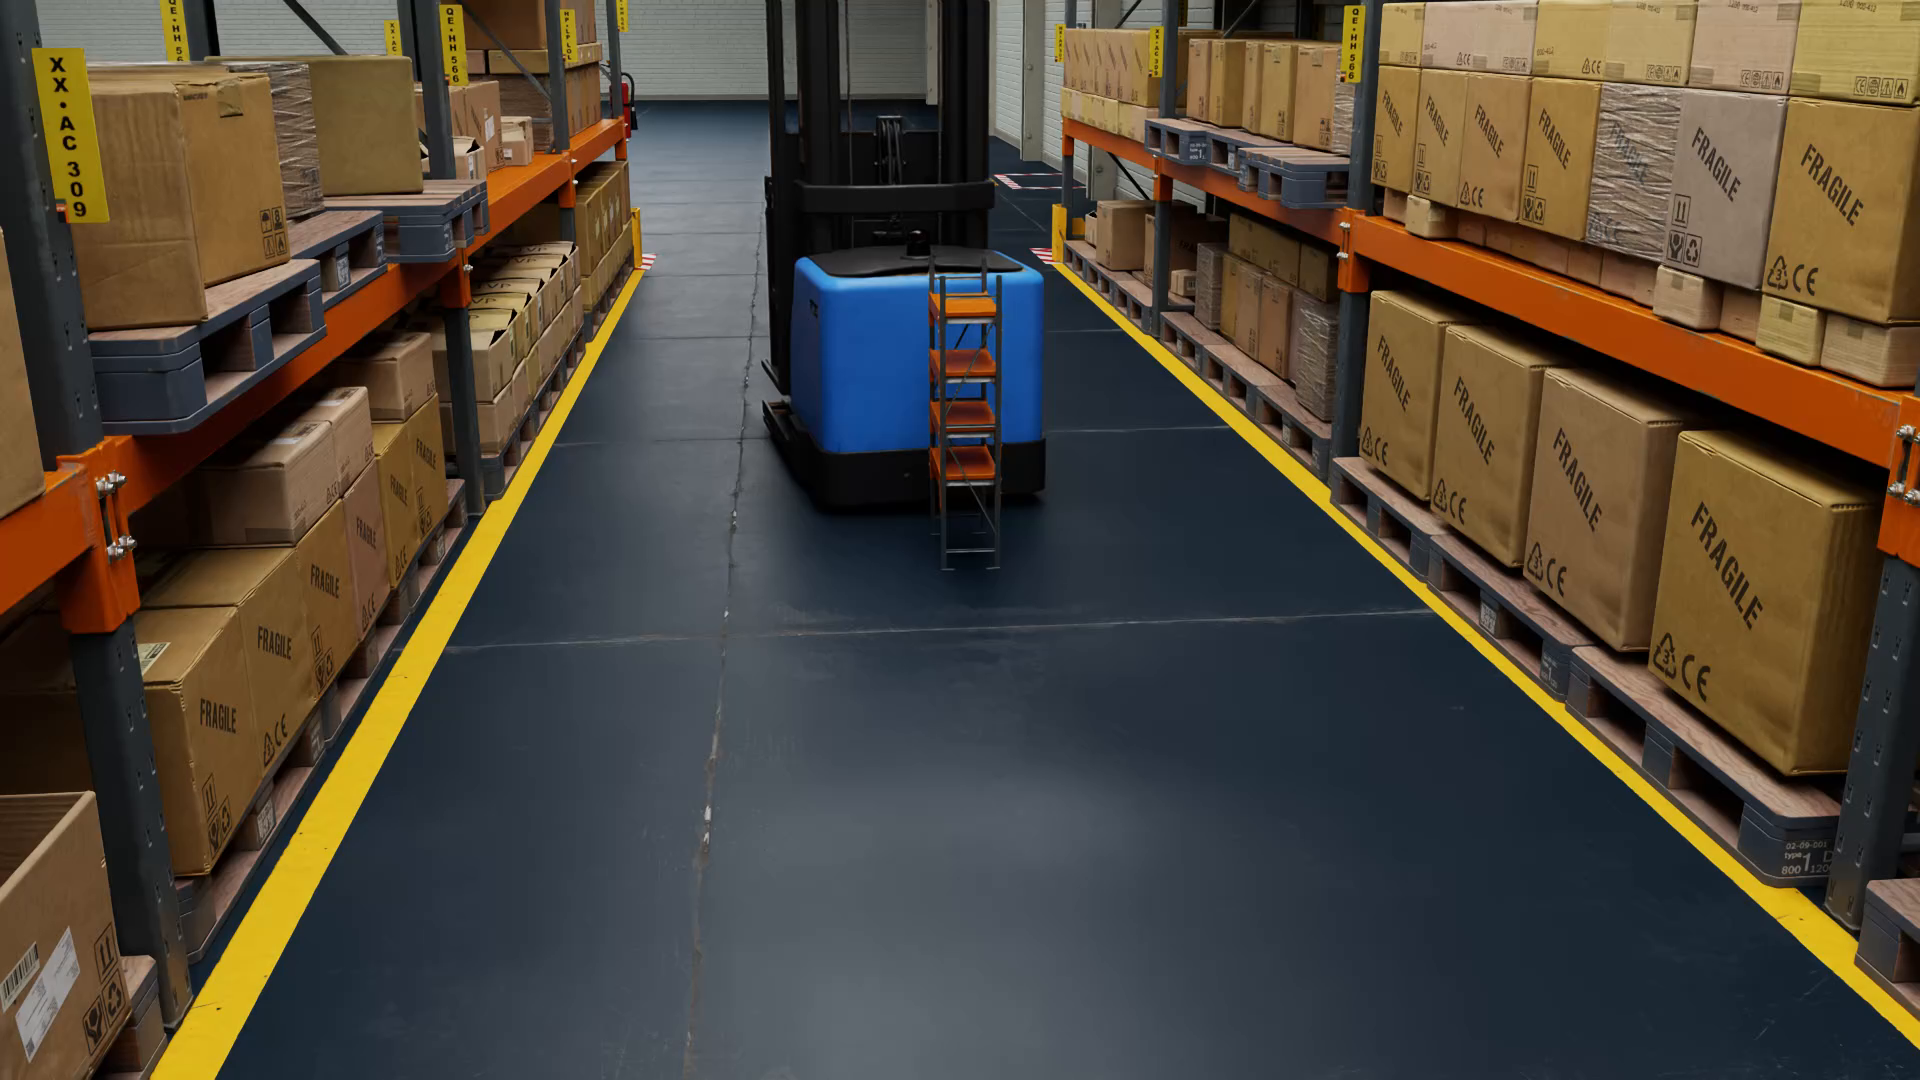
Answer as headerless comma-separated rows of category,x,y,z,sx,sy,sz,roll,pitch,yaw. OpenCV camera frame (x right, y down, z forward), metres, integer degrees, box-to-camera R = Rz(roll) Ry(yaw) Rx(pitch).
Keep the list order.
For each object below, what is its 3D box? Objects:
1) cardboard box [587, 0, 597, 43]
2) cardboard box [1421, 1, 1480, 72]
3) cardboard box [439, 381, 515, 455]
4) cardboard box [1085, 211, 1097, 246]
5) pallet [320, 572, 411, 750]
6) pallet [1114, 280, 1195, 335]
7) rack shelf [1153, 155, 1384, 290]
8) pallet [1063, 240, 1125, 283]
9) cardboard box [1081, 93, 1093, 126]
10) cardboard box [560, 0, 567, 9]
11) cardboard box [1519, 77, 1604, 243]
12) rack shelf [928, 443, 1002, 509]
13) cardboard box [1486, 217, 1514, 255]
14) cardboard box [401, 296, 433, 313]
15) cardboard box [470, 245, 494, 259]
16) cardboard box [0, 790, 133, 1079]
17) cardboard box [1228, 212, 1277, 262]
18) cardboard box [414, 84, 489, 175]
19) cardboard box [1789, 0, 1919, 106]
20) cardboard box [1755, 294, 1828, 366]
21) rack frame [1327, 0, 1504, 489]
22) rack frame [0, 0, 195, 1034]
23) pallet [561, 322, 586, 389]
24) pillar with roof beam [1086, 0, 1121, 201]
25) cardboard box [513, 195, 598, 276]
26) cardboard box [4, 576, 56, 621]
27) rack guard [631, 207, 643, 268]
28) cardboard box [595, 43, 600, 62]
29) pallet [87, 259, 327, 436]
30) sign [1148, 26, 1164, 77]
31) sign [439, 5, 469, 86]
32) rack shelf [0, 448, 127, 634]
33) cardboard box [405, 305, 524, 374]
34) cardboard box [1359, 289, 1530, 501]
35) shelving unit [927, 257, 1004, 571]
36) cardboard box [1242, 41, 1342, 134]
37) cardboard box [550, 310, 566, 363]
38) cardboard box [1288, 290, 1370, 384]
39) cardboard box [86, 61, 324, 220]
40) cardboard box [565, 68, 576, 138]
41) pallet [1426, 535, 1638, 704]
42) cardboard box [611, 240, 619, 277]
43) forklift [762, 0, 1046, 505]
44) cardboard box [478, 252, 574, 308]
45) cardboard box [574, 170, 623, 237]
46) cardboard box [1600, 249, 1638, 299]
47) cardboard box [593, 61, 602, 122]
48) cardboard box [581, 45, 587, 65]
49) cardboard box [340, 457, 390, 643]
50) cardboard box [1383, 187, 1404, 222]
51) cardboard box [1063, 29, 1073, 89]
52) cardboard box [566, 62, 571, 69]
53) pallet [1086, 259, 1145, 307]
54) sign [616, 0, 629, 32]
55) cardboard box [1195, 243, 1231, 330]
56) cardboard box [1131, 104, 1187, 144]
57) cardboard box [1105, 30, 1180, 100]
cardboard box,-3.442,-4.427,13.937,0.700,0.500,0.500,-2,18,-5
cardboard box,2.116,-1.940,6.399,0.500,0.250,0.500,-2,18,-6
cardboard box,-2.419,-0.585,7.924,0.500,0.250,0.500,-2,18,-6
cardboard box,1.426,-2.788,14.803,0.500,0.311,0.500,-4,18,-12
pallet,-2.495,0.385,5.599,1.003,0.211,1.213,-2,18,-6
pallet,1.753,-1.746,12.387,1.003,0.211,1.213,-2,18,-6
rack shelf,2.063,-1.939,9.545,1.077,0.370,4.000,-2,18,-6
pallet,1.501,-2.473,14.703,1.003,0.211,1.213,-2,18,-6
cardboard box,1.293,-3.546,13.681,0.500,0.250,0.500,-2,18,-7
cardboard box,-3.226,-3.822,12.011,0.700,0.500,0.500,-2,18,-6
cardboard box,2.221,-1.273,5.529,0.500,0.500,0.500,-1,17,-4
rack shelf,0.017,-0.270,6.920,0.258,0.148,0.480,-2,18,-6
cardboard box,2.218,-1.165,6.267,0.380,0.149,0.250,-1,17,-4
cardboard box,-3.066,-1.141,8.758,0.500,0.311,0.500,-2,18,-6
cardboard box,-3.275,-1.749,10.693,0.500,0.311,0.500,-2,18,-5
cardboard box,-1.904,0.804,3.048,0.500,0.500,0.500,-2,18,-6
cardboard box,1.998,-1.903,10.417,0.500,0.250,0.500,-2,18,-7
cardboard box,-2.901,-2.236,9.124,0.500,0.500,0.500,-2,18,-6
cardboard box,2.380,-1.182,3.987,0.500,0.250,0.500,-1,17,-4
cardboard box,2.316,-0.550,4.308,0.380,0.149,0.250,-1,17,-5
rack frame,2.270,-1.686,7.540,1.000,3.000,0.127,-2,18,-6
rack frame,-2.245,-0.340,3.253,1.000,3.000,0.127,-2,18,-6
pallet,-2.955,-1.175,10.567,1.003,0.211,1.213,-2,18,-6
pillar with roof beam,-2.524,-8.405,18.924,9.100,9.000,0.400,-2,18,-6
cardboard box,-2.806,-2.118,11.552,0.500,0.500,0.500,-2,18,-6
cardboard box,-2.623,0.357,4.471,0.500,0.500,0.500,-2,18,-5
rack guard,-3.485,-2.730,15.038,1.175,0.500,0.348,-2,18,-6
cardboard box,-3.225,-4.087,13.936,0.380,0.149,0.250,-1,17,-4
pallet,-2.219,-0.490,4.051,1.003,0.211,1.213,-2,18,-6
sign,1.318,-3.272,11.145,0.100,0.325,0.005,-2,18,-6
sign,-2.118,-2.066,6.950,0.100,0.325,0.005,-2,18,-6
rack shelf,-2.038,0.599,1.462,1.077,0.370,4.000,-2,18,-6
cardboard box,-2.482,-1.009,8.337,0.500,0.311,0.500,-2,18,-7
cardboard box,2.215,-0.638,7.088,0.750,0.750,0.750,-2,18,-6
shelving unit,0.017,-0.523,6.840,0.258,1.200,0.503,-2,18,-6
cardboard box,2.025,-2.621,9.616,0.700,0.500,0.500,1,17,2
cardboard box,-2.635,-1.194,9.863,0.500,0.250,0.500,-1,17,-4
cardboard box,2.206,-1.073,9.027,0.700,0.500,0.500,-2,18,-6
cardboard box,-2.576,-1.317,5.498,0.700,0.500,0.500,1,17,5
cardboard box,-3.231,-3.210,12.227,0.700,0.500,0.500,-2,17,-5
pallet,2.399,0.244,6.047,1.003,0.211,1.213,-2,18,-6
cardboard box,-2.967,-2.207,13.087,0.500,0.250,0.500,-2,18,-6
forklift,-0.454,-1.955,8.510,1.130,2.935,3.031,-4,18,-13
cardboard box,-2.683,-1.613,10.260,0.500,0.311,0.500,-1,17,-4
cardboard box,-3.013,-2.714,13.450,0.500,0.500,0.500,-2,18,-6
cardboard box,2.278,-0.856,5.281,0.380,0.149,0.250,-2,18,-7
cardboard box,-3.447,-3.824,14.181,0.700,0.500,0.500,-2,18,-6
cardboard box,-3.118,-3.779,12.956,0.380,0.149,0.250,-1,17,-4
cardboard box,-2.214,0.033,5.504,0.500,0.500,0.500,-2,18,-8
cardboard box,2.073,-1.470,7.239,0.380,0.149,0.250,-2,18,-6
cardboard box,1.195,-4.214,14.556,0.500,0.500,0.500,-2,18,-6
cardboard box,-3.011,-3.471,11.976,0.380,0.149,0.250,-2,18,-7
pallet,1.624,-2.111,13.548,1.003,0.211,1.213,-2,18,-6
sign,-2.941,-4.593,14.472,0.100,0.325,0.005,-2,18,-6
cardboard box,1.949,-1.676,10.947,0.700,0.500,0.500,-1,17,-4
cardboard box,1.507,-2.948,11.775,0.500,0.250,0.500,-2,18,-6
cardboard box,1.402,-3.604,12.613,0.500,0.500,0.500,-2,18,-7
